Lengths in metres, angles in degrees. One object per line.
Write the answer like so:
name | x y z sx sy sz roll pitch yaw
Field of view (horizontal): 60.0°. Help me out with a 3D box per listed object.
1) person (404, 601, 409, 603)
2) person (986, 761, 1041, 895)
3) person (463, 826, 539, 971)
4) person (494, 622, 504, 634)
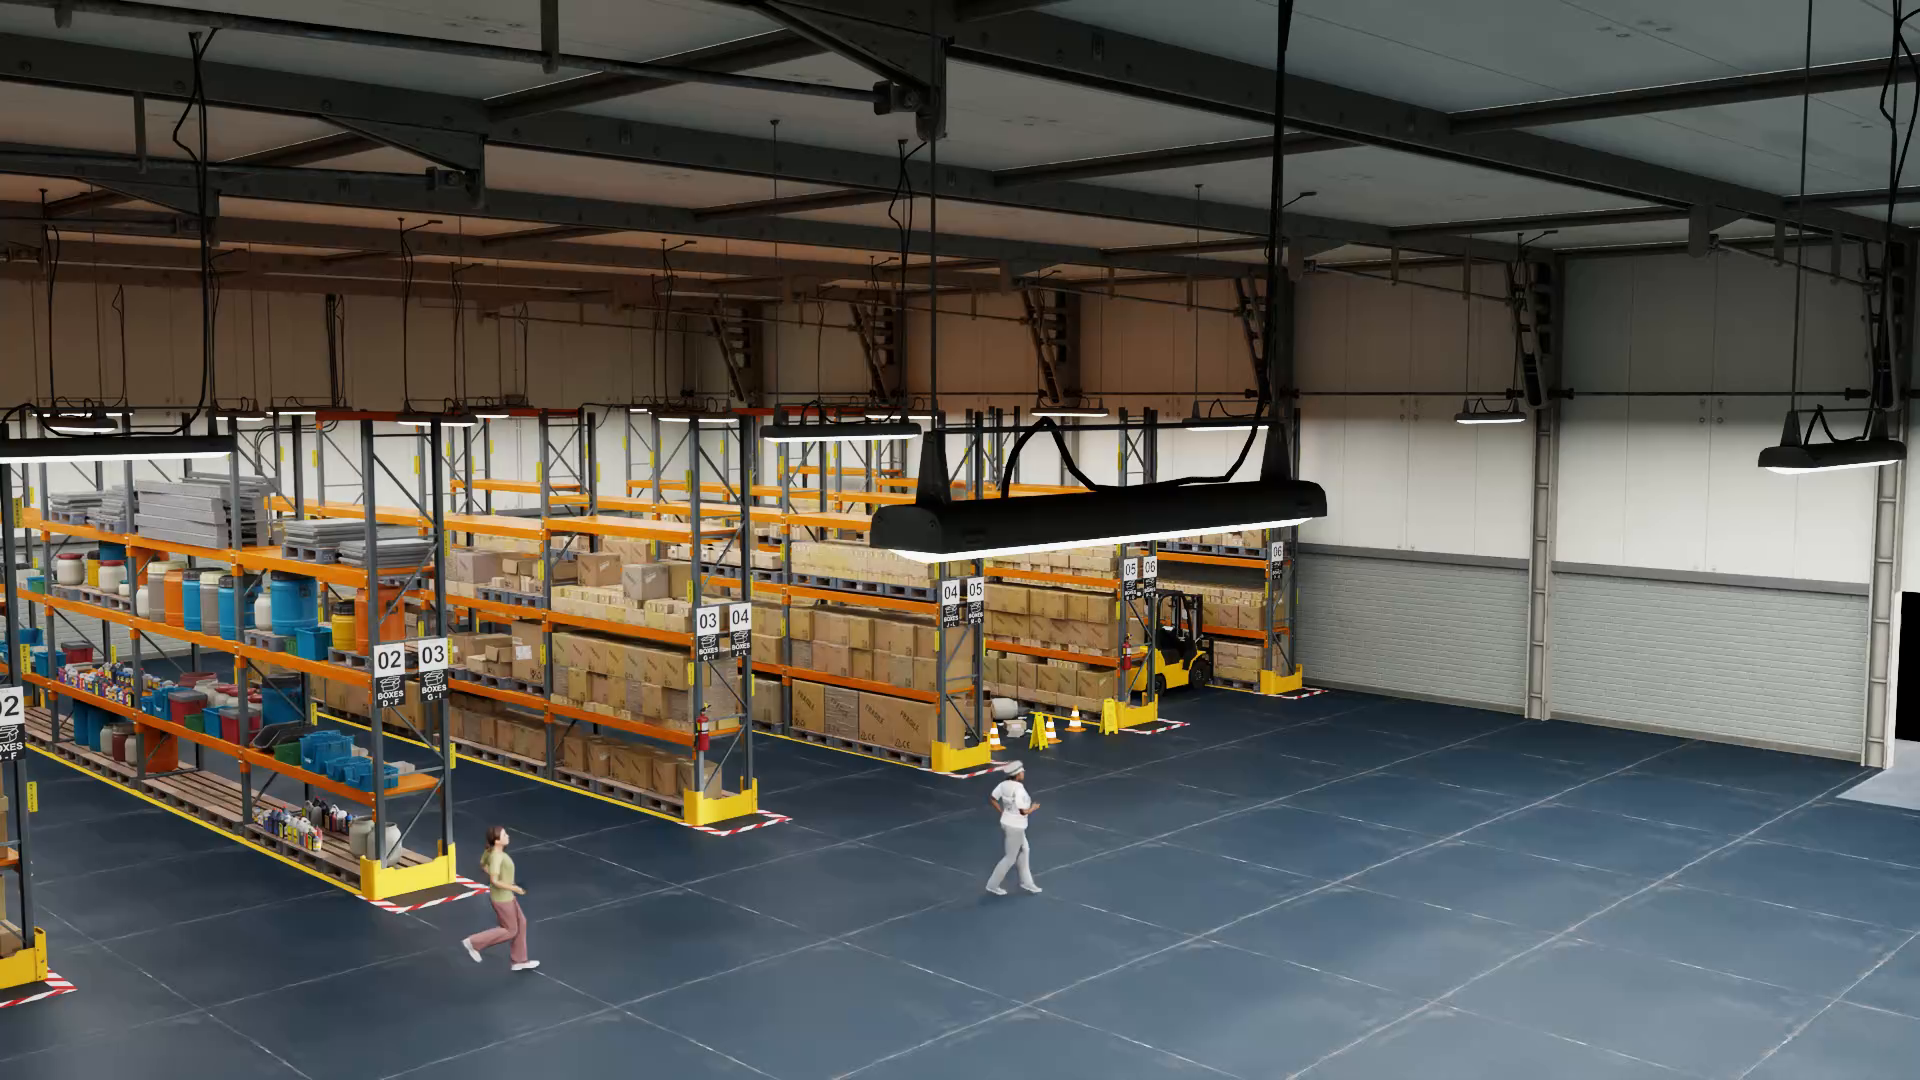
person | -13.040 2.164 38.637 0.718 1.495 0.531 -1 5 -9
person | 0.670 3.624 20.848 0.803 1.719 0.577 -2 5 -21
person | -5.029 3.916 18.171 0.806 1.631 0.593 -2 5 -20
person | -11.407 1.899 40.783 1.078 1.593 0.725 1 5 14
